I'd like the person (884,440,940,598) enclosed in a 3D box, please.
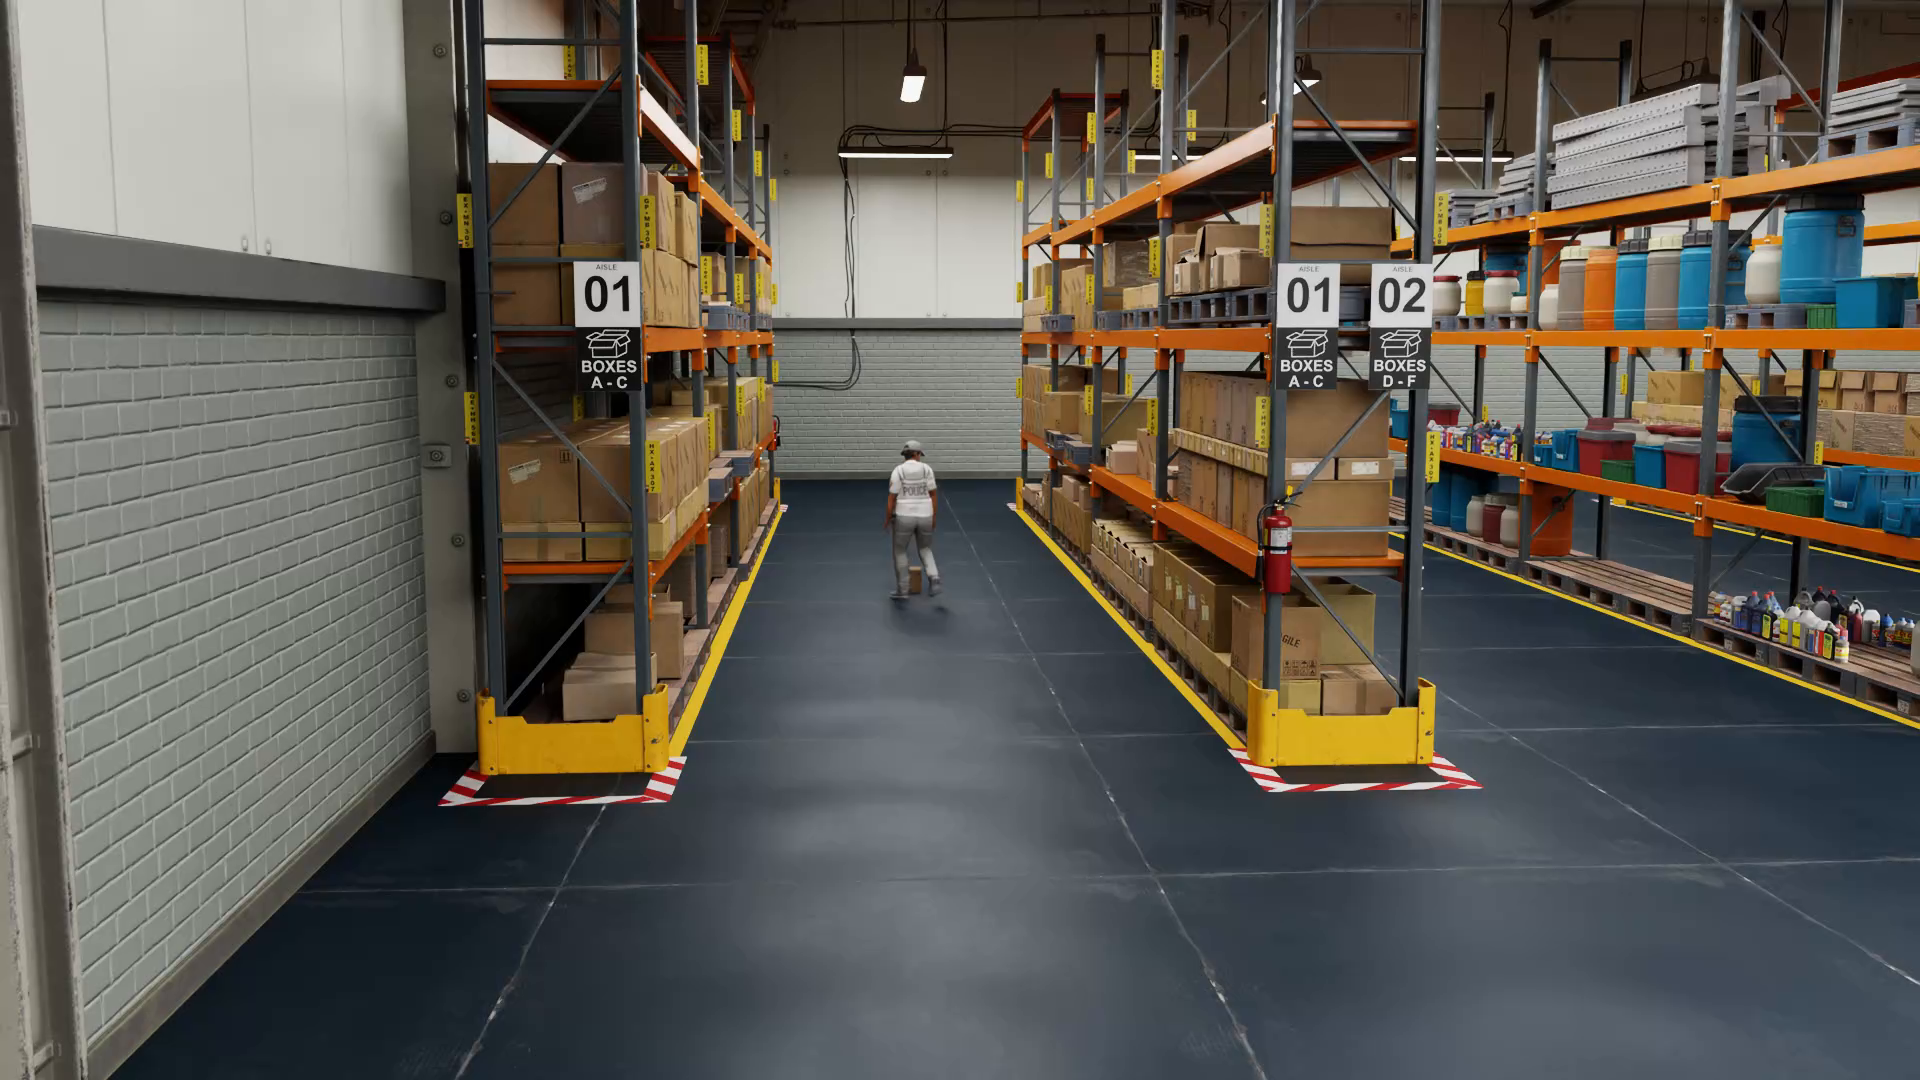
[{"bbox_3d":[-0.488,-0.204,17.274,0.535,1.653,0.500,-3,8,-25],"label":"person"}]
